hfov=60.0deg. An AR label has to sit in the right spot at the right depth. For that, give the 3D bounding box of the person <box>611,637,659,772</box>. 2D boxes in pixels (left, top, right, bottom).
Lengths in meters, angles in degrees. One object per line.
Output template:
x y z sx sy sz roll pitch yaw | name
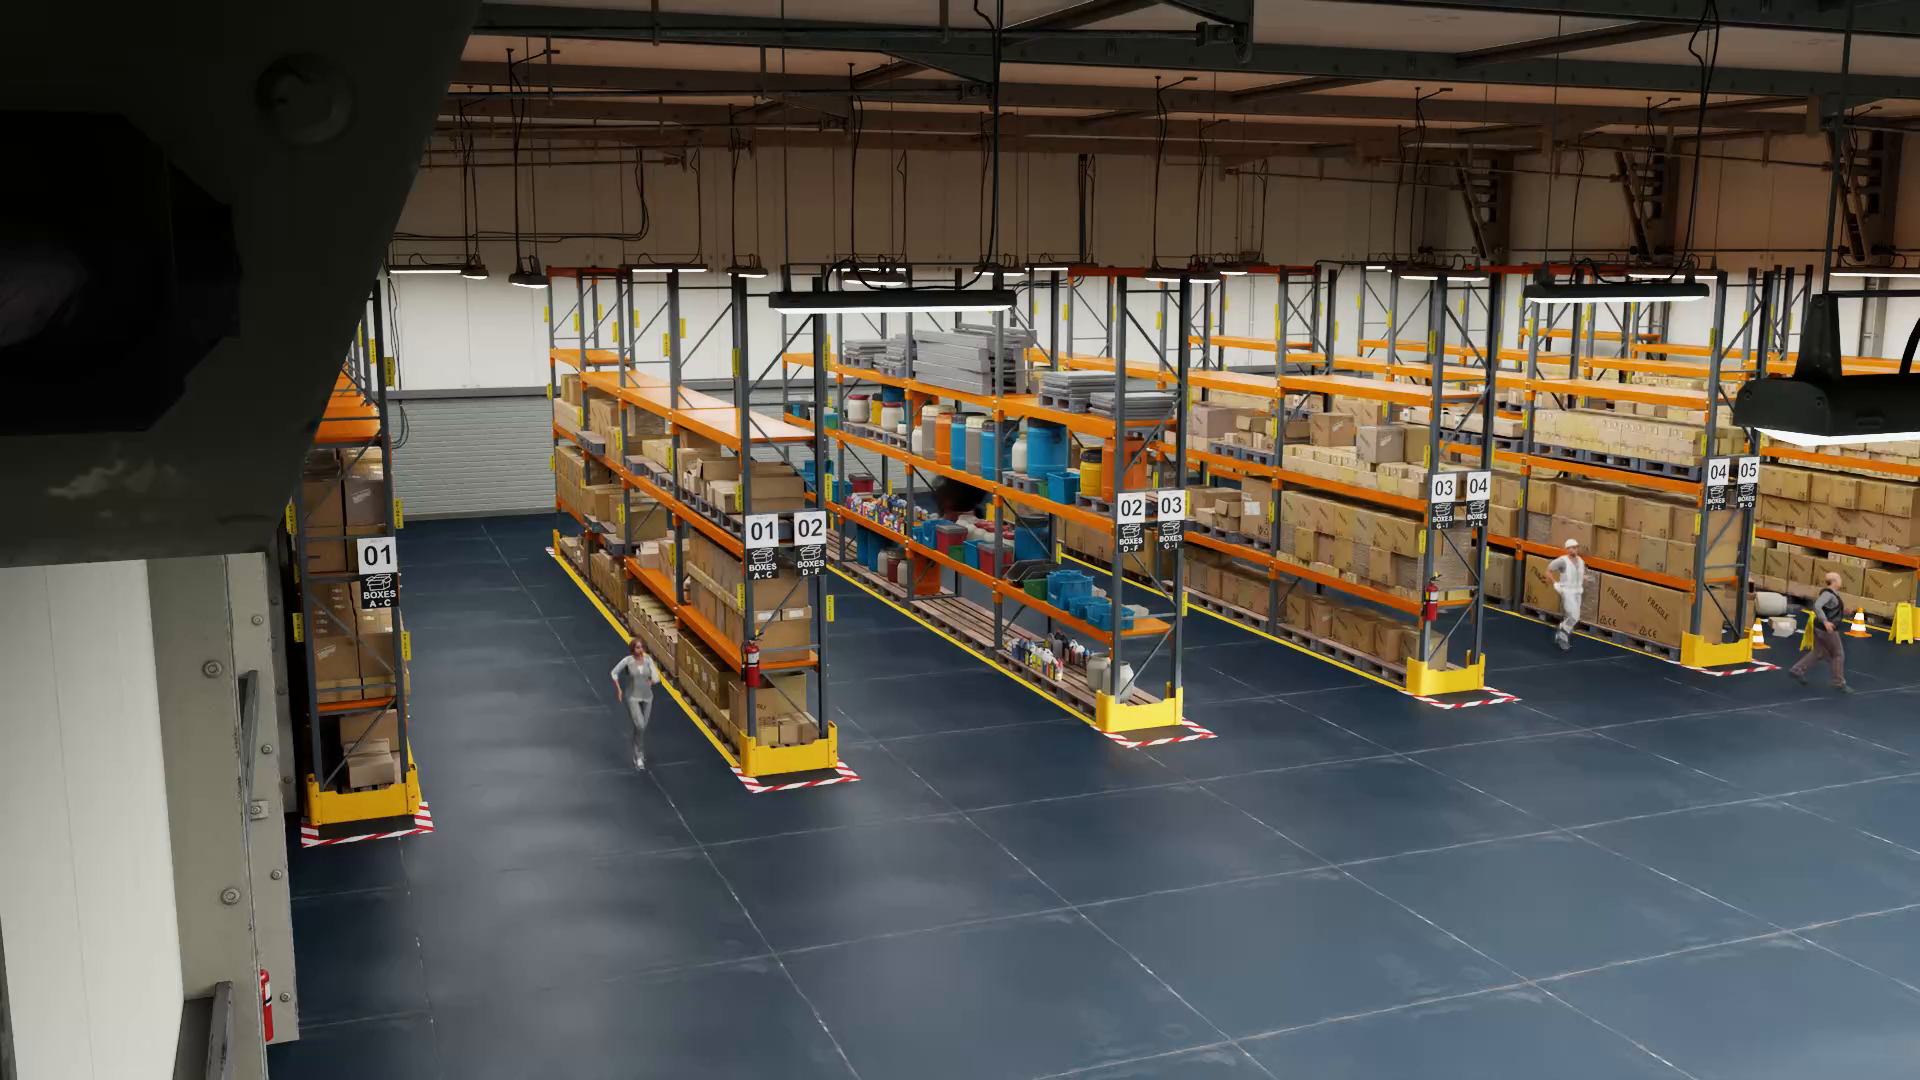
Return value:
-3.972 2.009 20.522 0.503 1.644 0.710 -7 12 -35 | person

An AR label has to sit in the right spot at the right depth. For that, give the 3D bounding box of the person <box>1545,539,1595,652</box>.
9.742 0.884 26.467 0.637 1.797 0.659 -5 11 -25 | person

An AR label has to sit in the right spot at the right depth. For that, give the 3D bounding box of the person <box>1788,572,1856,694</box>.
12.517 1.317 24.018 0.879 1.736 0.657 3 10 19 | person

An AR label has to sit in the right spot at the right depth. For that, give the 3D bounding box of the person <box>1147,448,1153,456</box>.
4.331 -1.338 39.405 0.704 1.819 0.697 -2 10 -11 | person

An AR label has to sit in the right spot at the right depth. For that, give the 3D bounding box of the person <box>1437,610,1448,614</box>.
8.332 0.429 29.350 0.588 1.669 0.815 -6 11 -30 | person
